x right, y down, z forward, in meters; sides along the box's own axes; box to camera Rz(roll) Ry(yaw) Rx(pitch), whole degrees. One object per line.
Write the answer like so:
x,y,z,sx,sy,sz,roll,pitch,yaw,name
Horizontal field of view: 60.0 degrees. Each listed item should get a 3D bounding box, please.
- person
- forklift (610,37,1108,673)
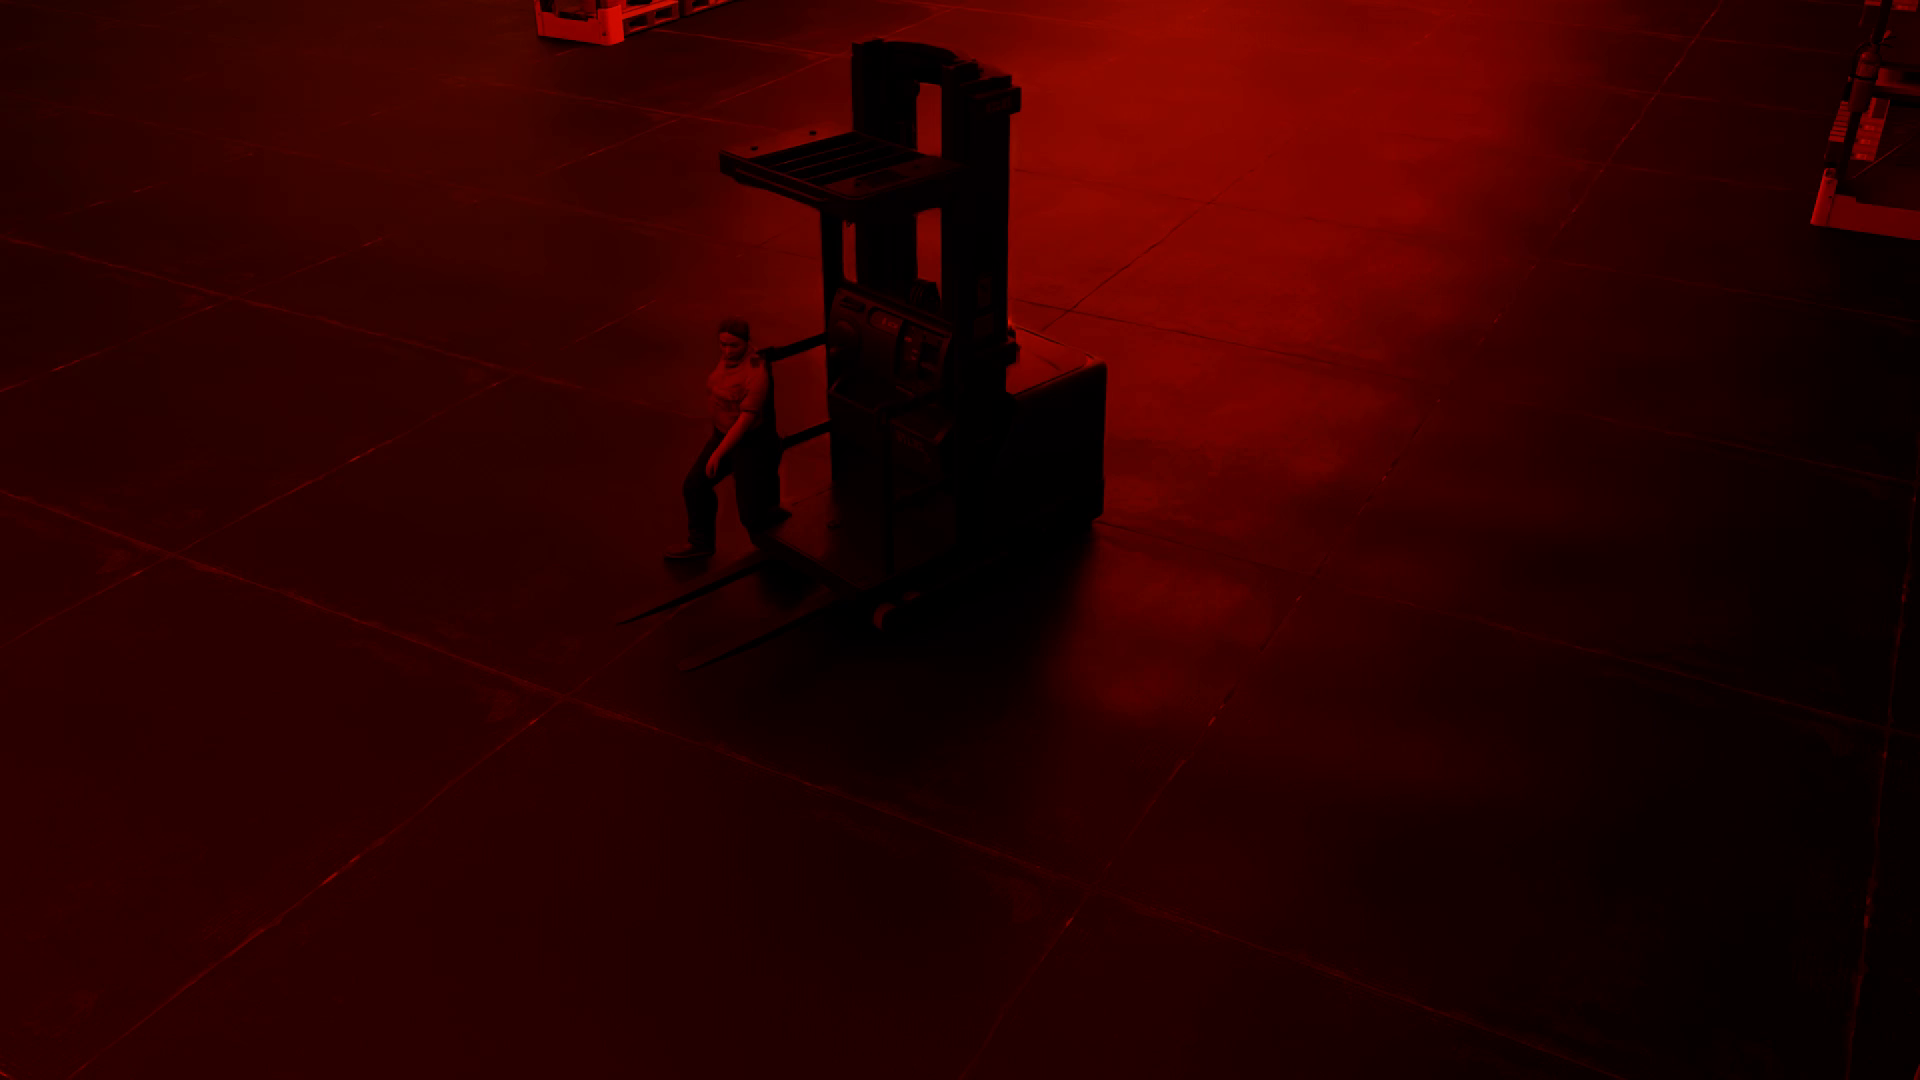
-1.267,-0.565,9.402,0.718,1.568,0.689,-21,36,-32,person
-0.536,-1.053,8.894,3.031,2.935,1.130,-26,39,-37,forklift
